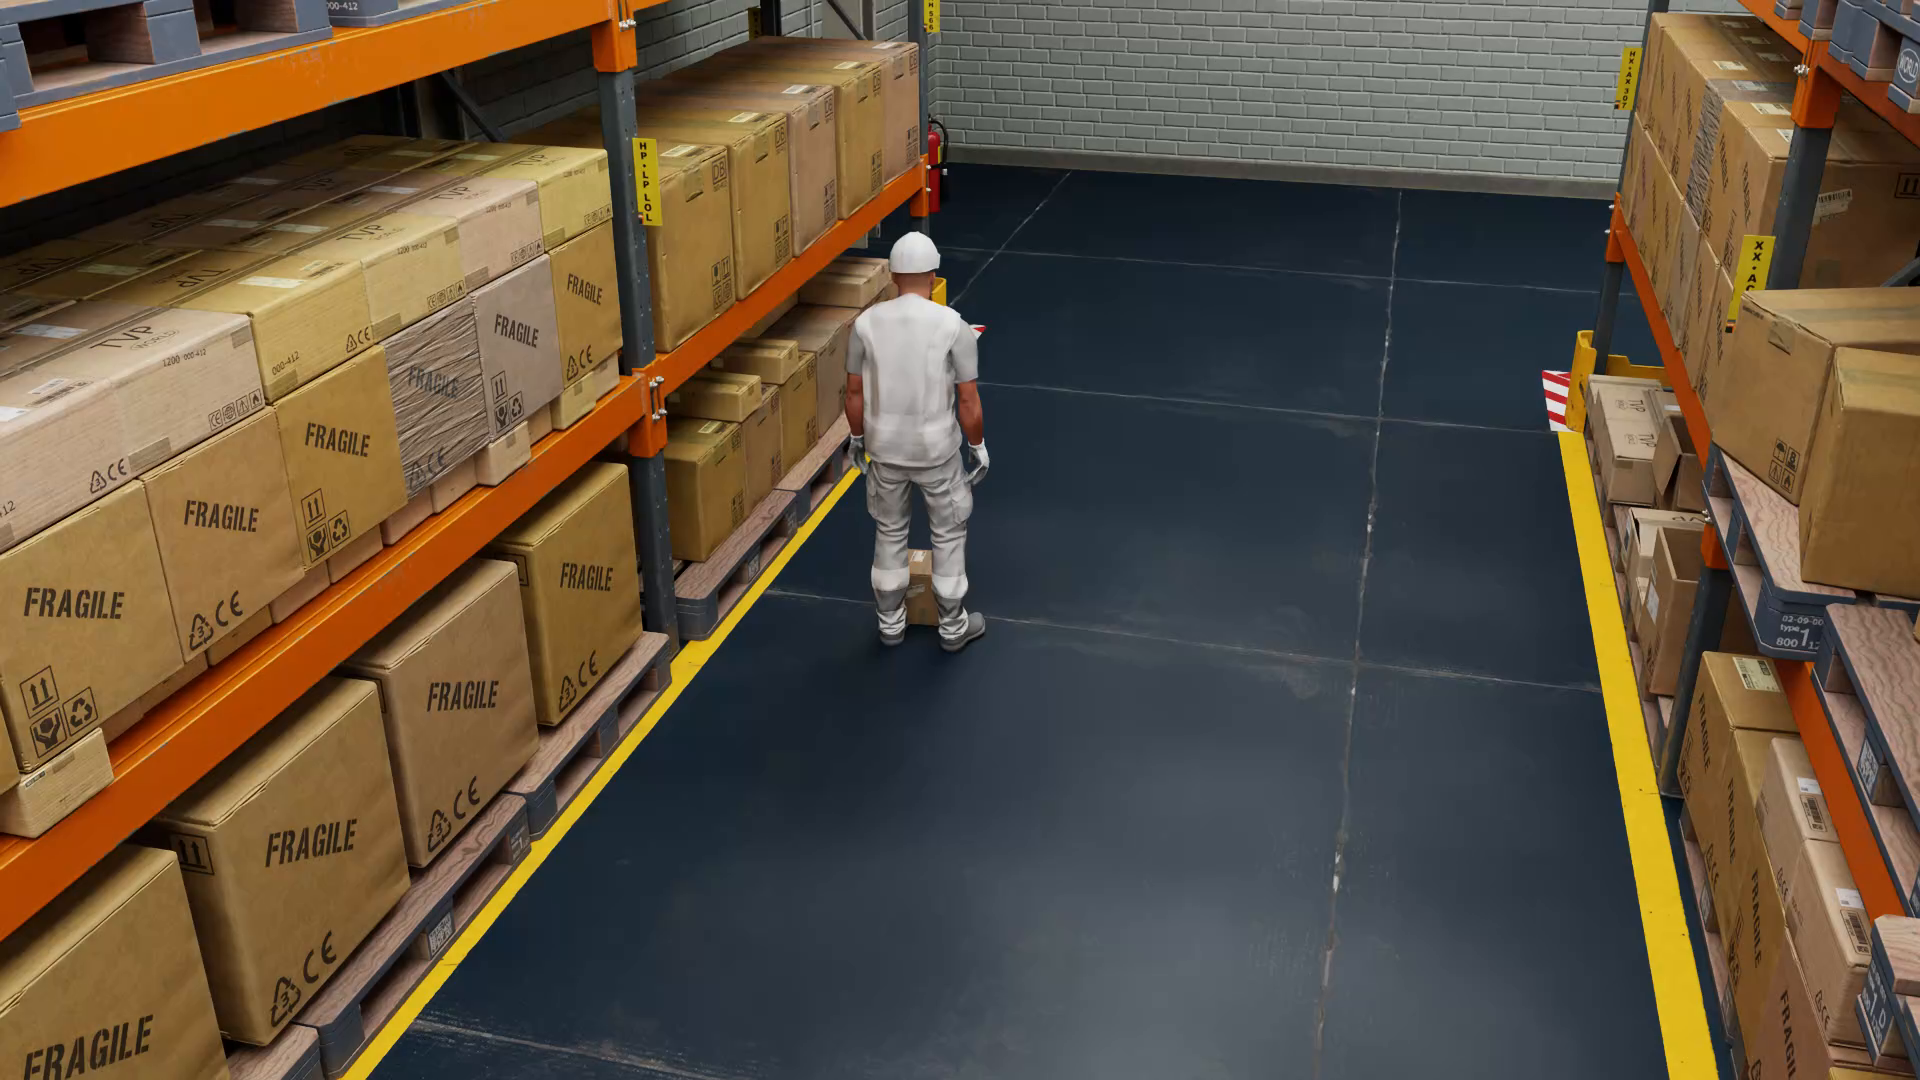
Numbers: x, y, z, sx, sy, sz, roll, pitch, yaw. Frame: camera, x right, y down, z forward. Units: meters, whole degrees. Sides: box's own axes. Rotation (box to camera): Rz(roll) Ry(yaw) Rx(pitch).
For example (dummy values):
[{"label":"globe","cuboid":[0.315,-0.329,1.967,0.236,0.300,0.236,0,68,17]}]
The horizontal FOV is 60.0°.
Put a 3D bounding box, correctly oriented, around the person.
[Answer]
[{"label":"person","cuboid":[-0.177,-0.385,6.912,0.608,1.779,0.453,6,26,13]}]
